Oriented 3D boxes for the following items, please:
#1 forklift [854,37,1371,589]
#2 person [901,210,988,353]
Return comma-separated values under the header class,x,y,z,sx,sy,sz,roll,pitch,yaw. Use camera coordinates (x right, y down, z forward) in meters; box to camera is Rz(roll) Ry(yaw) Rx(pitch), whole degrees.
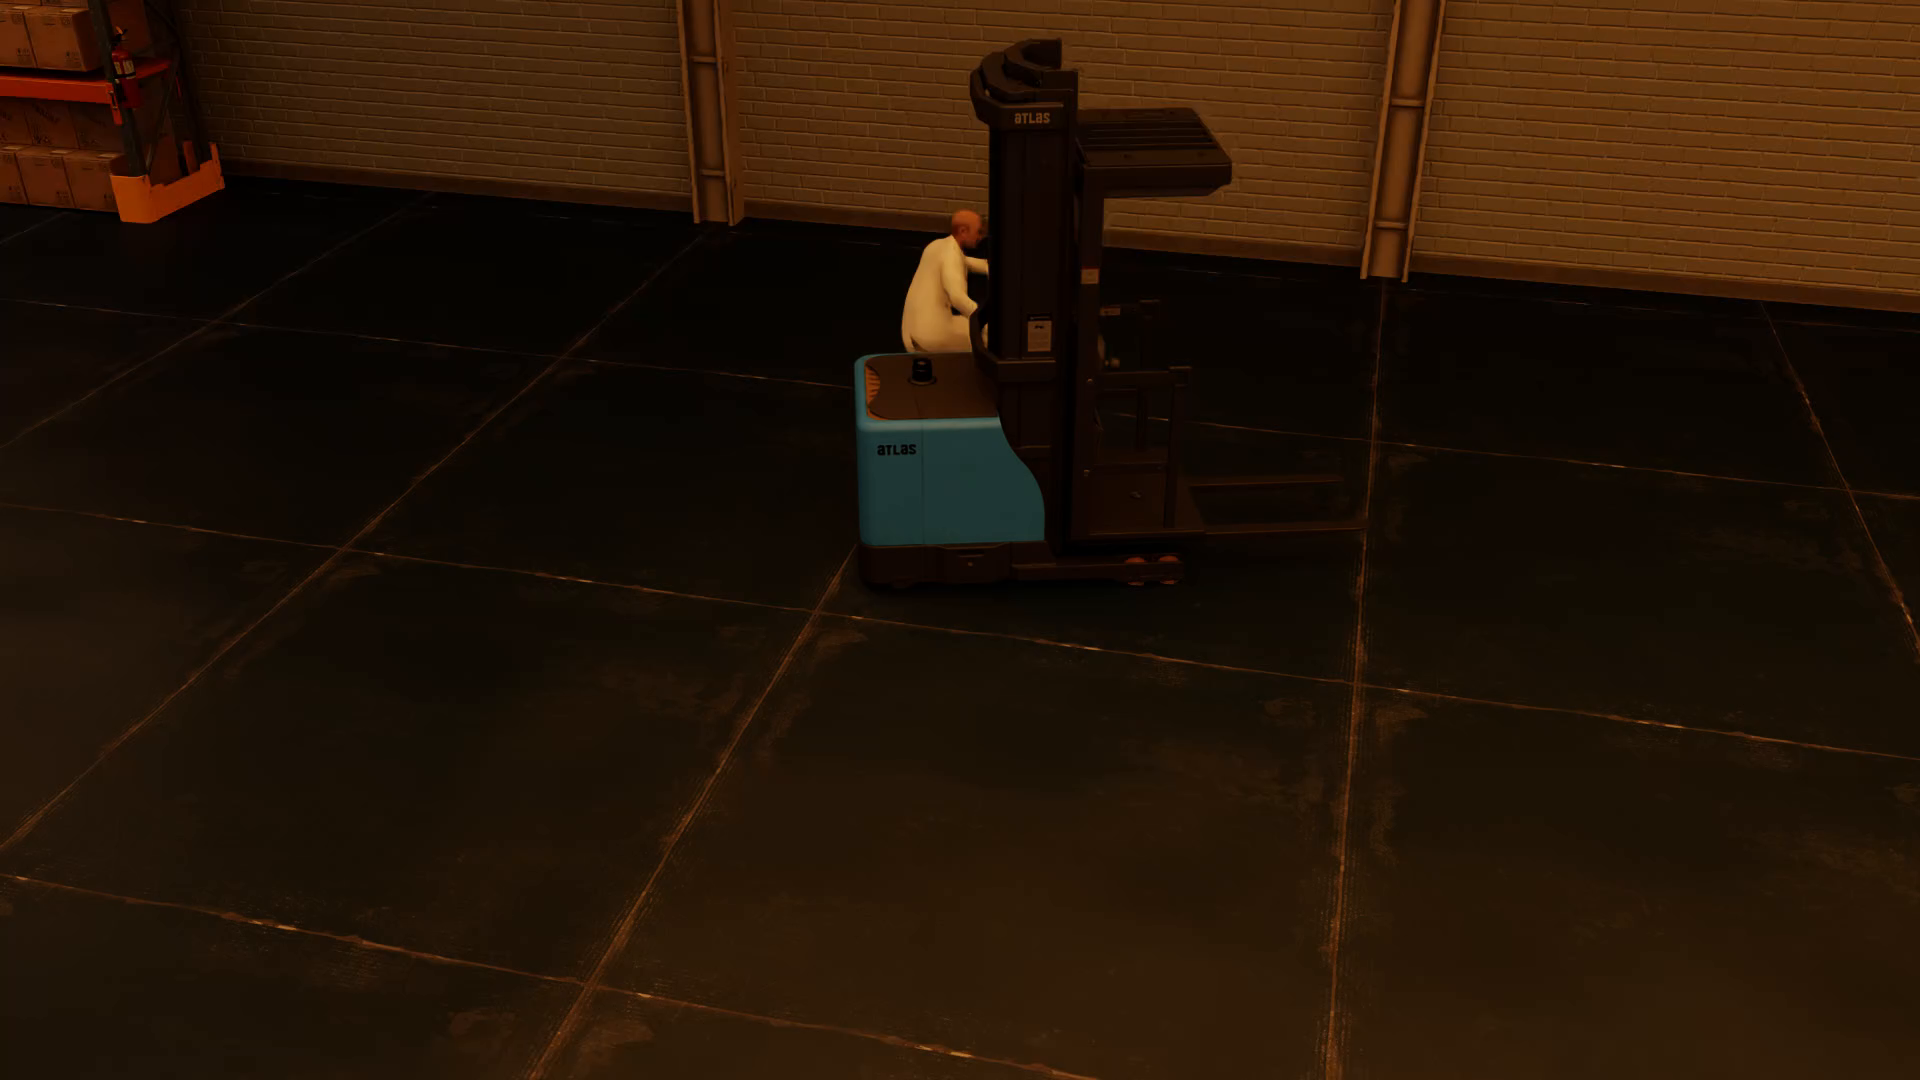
class,x,y,z,sx,sy,sz,roll,pitch,yaw
forklift,0.898,-1.268,9.408,3.031,2.935,1.130,-2,30,-4
person,0.074,-1.408,11.087,0.908,1.539,1.033,-17,34,-28
